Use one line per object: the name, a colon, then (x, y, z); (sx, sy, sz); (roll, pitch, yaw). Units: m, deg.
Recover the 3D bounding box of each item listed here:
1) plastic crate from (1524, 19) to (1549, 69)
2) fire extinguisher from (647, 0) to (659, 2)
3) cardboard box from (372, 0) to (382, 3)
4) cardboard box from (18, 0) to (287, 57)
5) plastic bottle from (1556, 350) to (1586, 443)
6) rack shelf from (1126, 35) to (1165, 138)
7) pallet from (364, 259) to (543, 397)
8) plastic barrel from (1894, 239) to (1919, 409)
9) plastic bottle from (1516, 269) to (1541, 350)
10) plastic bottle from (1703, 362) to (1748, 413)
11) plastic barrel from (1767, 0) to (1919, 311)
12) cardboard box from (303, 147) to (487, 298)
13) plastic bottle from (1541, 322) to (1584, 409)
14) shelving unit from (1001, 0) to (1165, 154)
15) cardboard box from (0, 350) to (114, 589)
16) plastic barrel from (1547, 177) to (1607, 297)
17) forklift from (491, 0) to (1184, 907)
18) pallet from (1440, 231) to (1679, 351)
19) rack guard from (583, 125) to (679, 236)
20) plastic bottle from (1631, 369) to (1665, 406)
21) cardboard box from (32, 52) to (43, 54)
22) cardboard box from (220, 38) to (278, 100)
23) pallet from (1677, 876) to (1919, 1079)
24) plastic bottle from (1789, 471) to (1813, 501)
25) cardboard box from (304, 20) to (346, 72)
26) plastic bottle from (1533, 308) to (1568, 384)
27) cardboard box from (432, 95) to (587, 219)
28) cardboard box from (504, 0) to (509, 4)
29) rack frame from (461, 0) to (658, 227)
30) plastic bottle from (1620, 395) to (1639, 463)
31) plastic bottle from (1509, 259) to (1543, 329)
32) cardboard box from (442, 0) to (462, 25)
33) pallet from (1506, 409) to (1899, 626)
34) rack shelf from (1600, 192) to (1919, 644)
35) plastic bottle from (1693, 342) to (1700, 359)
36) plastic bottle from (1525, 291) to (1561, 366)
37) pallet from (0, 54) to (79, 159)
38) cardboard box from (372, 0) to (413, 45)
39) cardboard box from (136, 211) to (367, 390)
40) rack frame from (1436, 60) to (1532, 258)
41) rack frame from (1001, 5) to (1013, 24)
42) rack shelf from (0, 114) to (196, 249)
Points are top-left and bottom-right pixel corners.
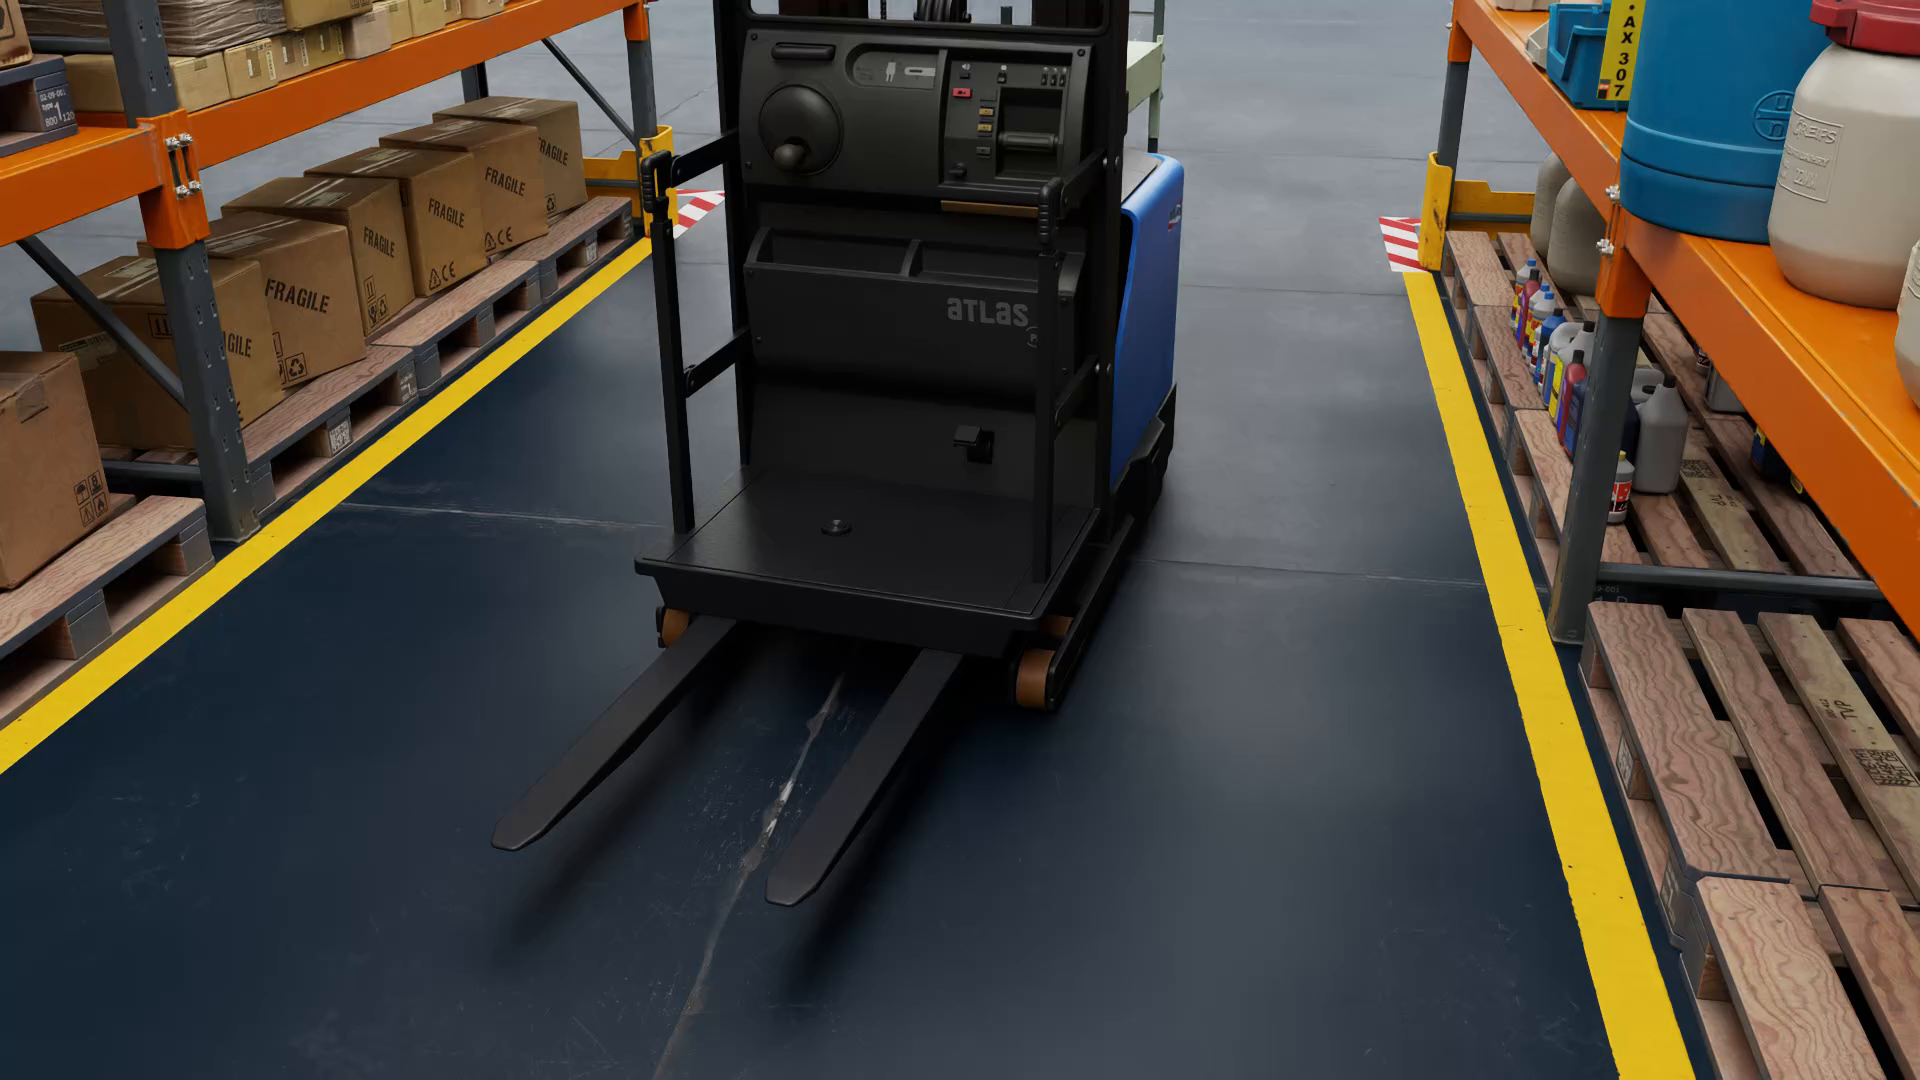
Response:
plastic crate: (2.166, -1.633, 5.512); (0.530, 0.136, 0.437); (4, 25, 9)
fire extinguisher: (-1.609, -3.053, 8.325); (0.296, 0.674, 0.183); (4, 25, 9)
cardboard box: (-2.502, -2.186, 5.913); (0.875, 0.500, 0.500); (4, 25, 9)
cardboard box: (-2.601, -1.763, 5.009); (0.875, 0.500, 0.500); (4, 25, 9)
plastic bottle: (1.988, -0.466, 5.392); (0.061, 0.283, 0.133); (6, 26, 12)
rack shelf: (0.438, -1.550, 5.871); (0.431, 0.370, 0.720); (8, 26, 16)
pallet: (-2.464, -0.931, 6.991); (1.003, 0.211, 1.213); (4, 25, 9)
plastic barrel: (1.658, -0.426, 2.461); (0.433, 0.535, 0.433); (0, 25, 0)
plastic bottle: (2.146, -0.868, 6.251); (0.061, 0.283, 0.133); (4, 25, 9)
plastic bottle: (2.642, -0.587, 5.660); (0.152, 0.276, 0.135); (4, 25, 9)
plastic barrel: (1.778, -0.733, 3.116); (0.433, 0.535, 0.433); (0, 25, 0)
cardboard box: (-2.385, -1.357, 7.064); (0.500, 0.500, 0.500); (6, 26, 13)
plastic bottle: (2.086, -0.594, 5.675); (0.152, 0.276, 0.135); (4, 25, 9)
shelving unit: (0.438, -1.196, 6.037); (0.431, 1.500, 0.755); (8, 26, 16)
cardboard box: (-2.857, -0.211, 4.592); (0.700, 0.500, 0.500); (2, 25, 4)
plastic barrel: (2.690, -1.302, 6.933); (0.421, 0.512, 0.421); (0, 25, 0)
forklift: (-0.188, -1.073, 4.085); (1.130, 2.935, 3.031); (8, 26, 16)
pallet: (2.700, -1.092, 7.333); (1.003, 0.211, 1.213); (4, 25, 9)
rack guard: (-2.094, -1.908, 8.737); (1.175, 0.500, 0.348); (4, 25, 9)
plastic bottle: (2.153, -0.391, 5.242); (0.152, 0.276, 0.135); (4, 25, 9)
cardboard box: (-2.991, -1.396, 4.990); (0.380, 0.149, 0.250); (4, 25, 9)
cardboard box: (-2.350, -1.458, 5.123); (0.380, 0.149, 0.250); (4, 25, 9)
pallet: (1.864, 1.050, 2.758); (1.003, 0.211, 1.213); (4, 25, 9)
plastic bottle: (2.556, -0.272, 4.978); (0.061, 0.283, 0.133); (4, 25, 9)
cardboard box: (-2.305, -1.670, 5.575); (0.380, 0.149, 0.250); (4, 25, 9)
plastic bottle: (2.095, -0.686, 5.876); (0.097, 0.271, 0.097); (0, 25, 0)
cardboard box: (-2.201, -1.870, 8.160); (0.500, 0.500, 0.500); (9, 27, 18)
cardboard box: (-2.113, -2.301, 6.924); (0.380, 0.149, 0.250); (4, 25, 9)
rack frame: (-2.082, -3.072, 8.275); (1.000, 3.000, 0.127); (4, 25, 9)
plastic bottle: (1.972, -0.345, 5.054); (0.144, 0.351, 0.185); (3, 25, 7)
plastic bottle: (2.201, -0.956, 6.453); (0.097, 0.271, 0.097); (0, 25, 0)
cardboard box: (-2.176, -2.090, 6.474); (0.380, 0.149, 0.250); (4, 25, 9)
pallet: (2.302, -0.071, 5.153); (1.003, 0.211, 1.213); (4, 25, 9)
rack shelf: (1.824, 0.106, 2.333); (1.077, 0.370, 4.000); (4, 25, 9)
plastic bottle: (2.763, -0.803, 6.112); (0.061, 0.283, 0.133); (4, 25, 9)
plastic bottle: (2.128, -0.771, 6.057); (0.097, 0.271, 0.097); (0, 25, 0)
pallet: (-3.004, -1.003, 4.080); (1.003, 0.211, 1.213); (4, 25, 9)
cardboard box: (-2.224, -1.879, 6.022); (0.380, 0.149, 0.250); (4, 25, 9)
cardboard box: (-2.545, -0.862, 6.006); (0.500, 0.500, 0.500); (13, 28, 25)
rack frame: (2.804, -2.729, 7.542); (1.000, 3.000, 0.127); (4, 25, 9)
rack frame: (0.329, -1.048, 5.721); (0.400, 1.500, 0.023); (8, 26, 16)
rack shelf: (-3.063, -0.237, 3.066); (1.077, 0.370, 4.000); (4, 25, 9)
